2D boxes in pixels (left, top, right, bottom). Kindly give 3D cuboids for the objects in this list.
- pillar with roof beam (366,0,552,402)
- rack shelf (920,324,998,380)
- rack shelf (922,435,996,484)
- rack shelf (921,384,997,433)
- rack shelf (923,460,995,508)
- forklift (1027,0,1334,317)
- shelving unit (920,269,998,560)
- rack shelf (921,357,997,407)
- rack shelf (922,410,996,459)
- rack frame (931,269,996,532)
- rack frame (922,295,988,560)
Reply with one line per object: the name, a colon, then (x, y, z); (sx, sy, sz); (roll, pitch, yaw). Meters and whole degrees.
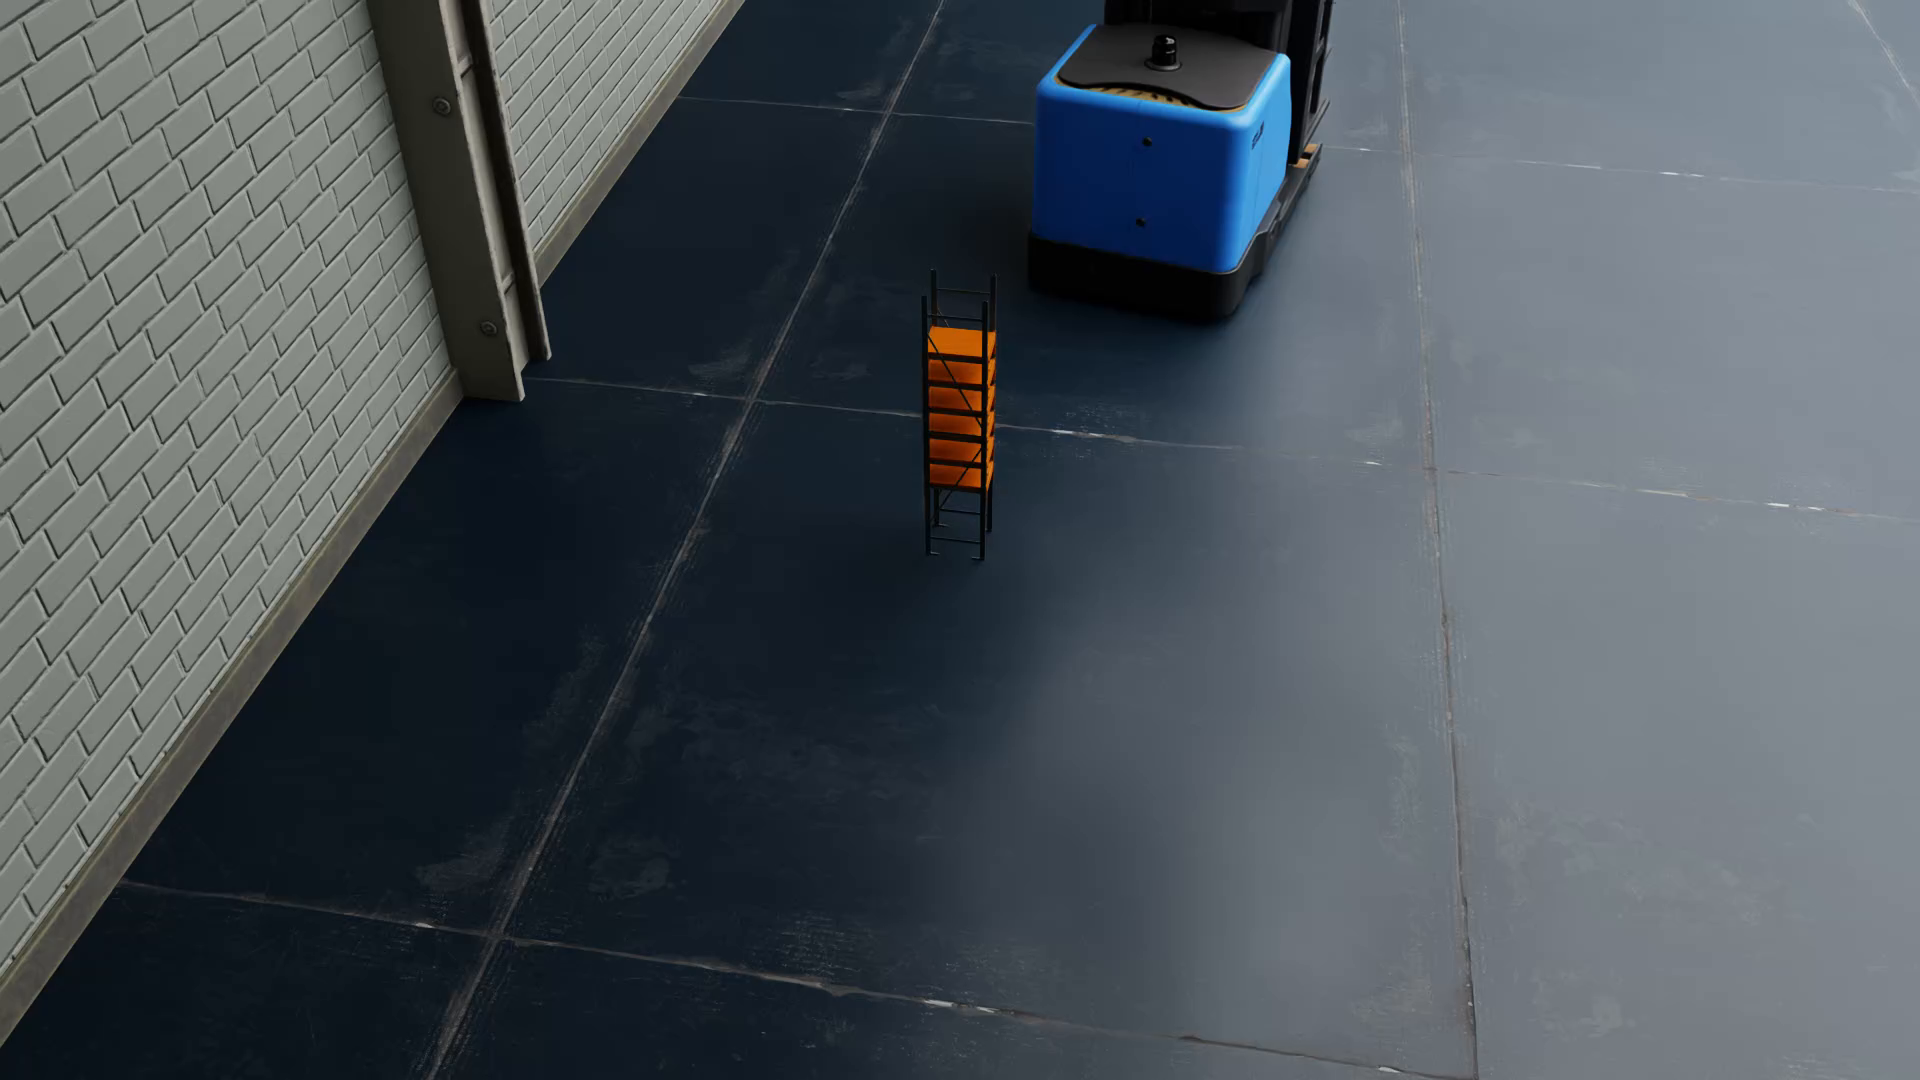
pillar with roof beam: (2.140, -3.758, 4.233); (9.100, 9.000, 0.400); (6, 40, 8)
rack shelf: (-0.002, -0.697, 6.156); (0.258, 0.103, 0.180); (6, 40, 8)
rack shelf: (-0.003, -0.327, 6.461); (0.258, 0.103, 0.180); (6, 40, 8)
rack shelf: (-0.002, -0.512, 6.309); (0.258, 0.103, 0.180); (6, 40, 8)
rack shelf: (-0.003, -0.234, 6.538); (0.258, 0.103, 0.180); (6, 40, 8)
forklift: (1.354, -3.132, 8.238); (1.130, 2.935, 3.031); (14, 42, 17)
shelving unit: (-0.002, -0.453, 6.357); (0.258, 1.200, 0.189); (6, 40, 8)
rack shelf: (-0.002, -0.604, 6.232); (0.258, 0.103, 0.180); (6, 40, 8)
rack shelf: (-0.003, -0.419, 6.385); (0.258, 0.103, 0.180); (6, 40, 8)
rack frame: (0.013, -0.511, 6.426); (0.240, 1.200, 0.006); (6, 40, 8)
rack frame: (-0.018, -0.396, 6.287); (0.240, 1.200, 0.006); (6, 40, 8)
